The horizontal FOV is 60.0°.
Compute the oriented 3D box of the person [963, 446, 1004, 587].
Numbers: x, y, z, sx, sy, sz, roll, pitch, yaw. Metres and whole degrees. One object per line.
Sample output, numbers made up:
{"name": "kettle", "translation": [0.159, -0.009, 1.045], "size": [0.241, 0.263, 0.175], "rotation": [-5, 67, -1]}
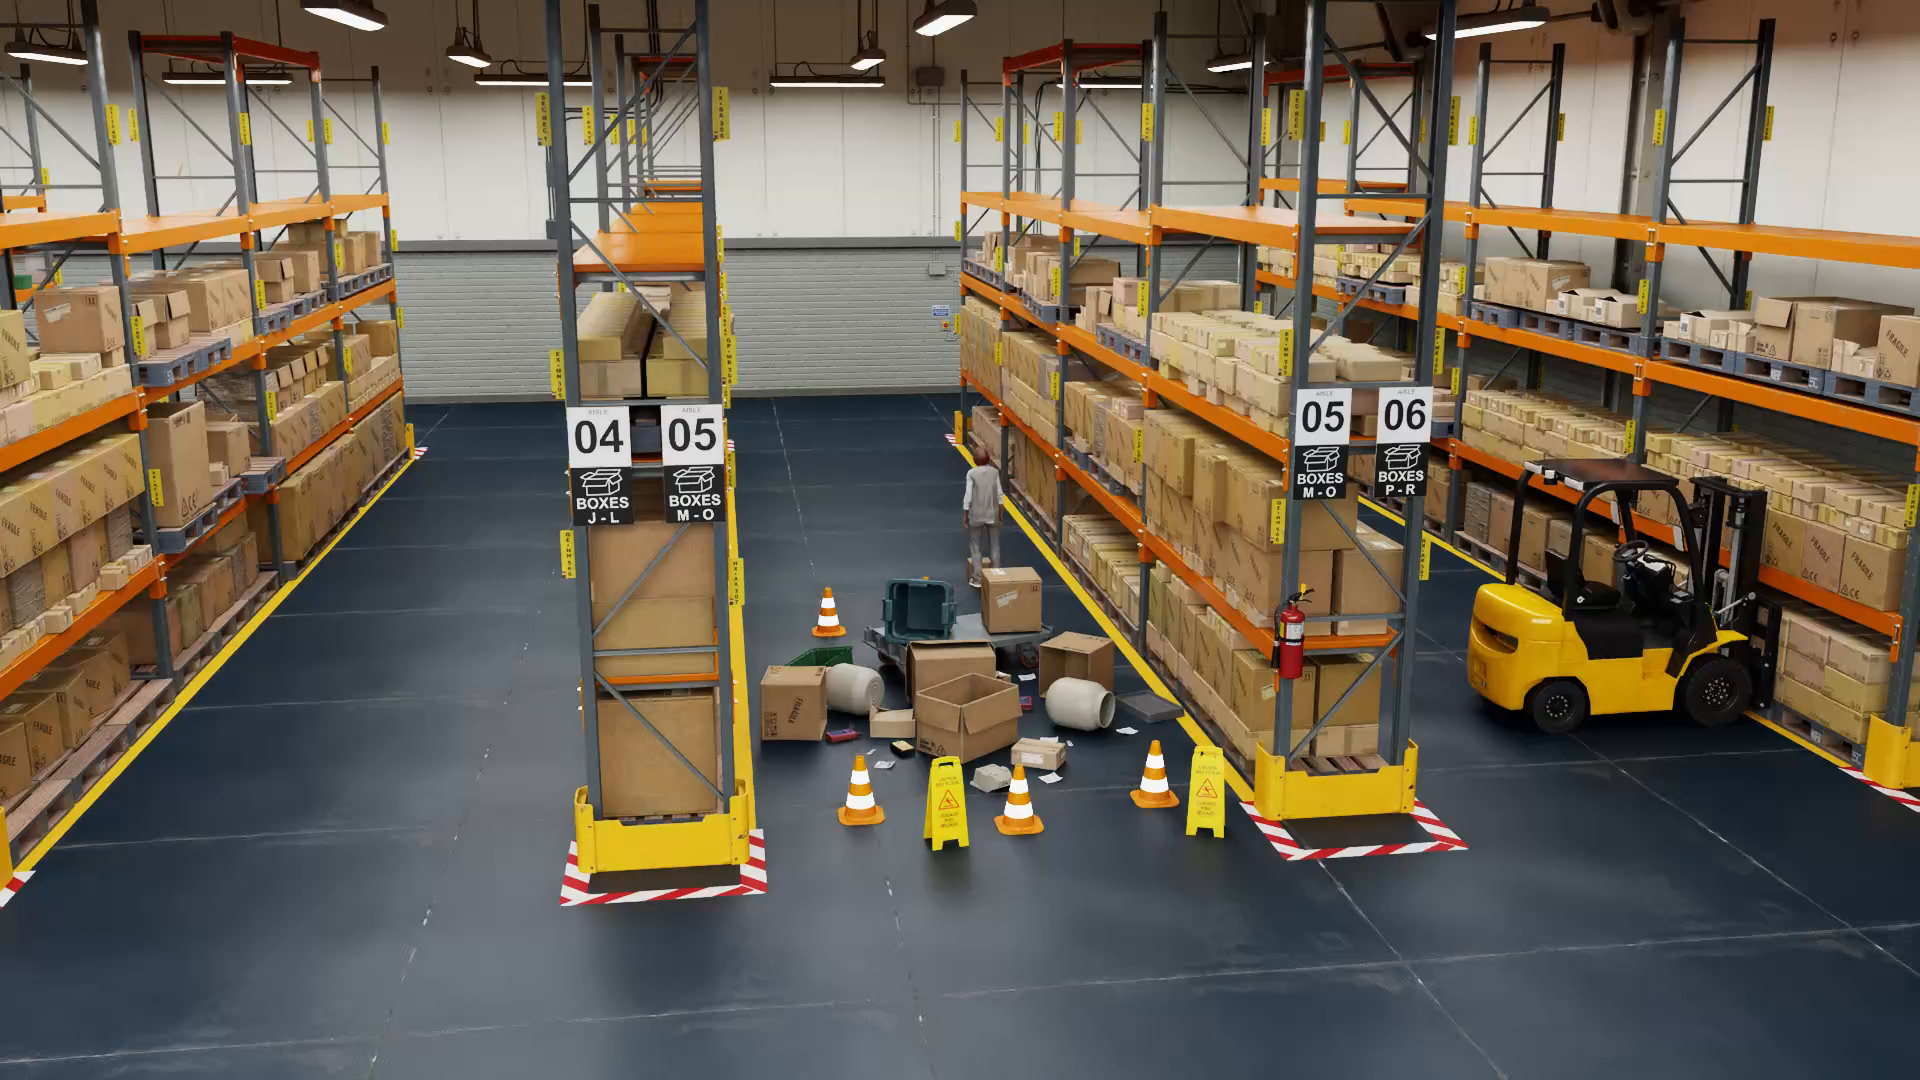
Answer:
{"name": "person", "translation": [0.264, -0.250, 18.563], "size": [0.482, 1.591, 0.378], "rotation": [-3, 14, -12]}
